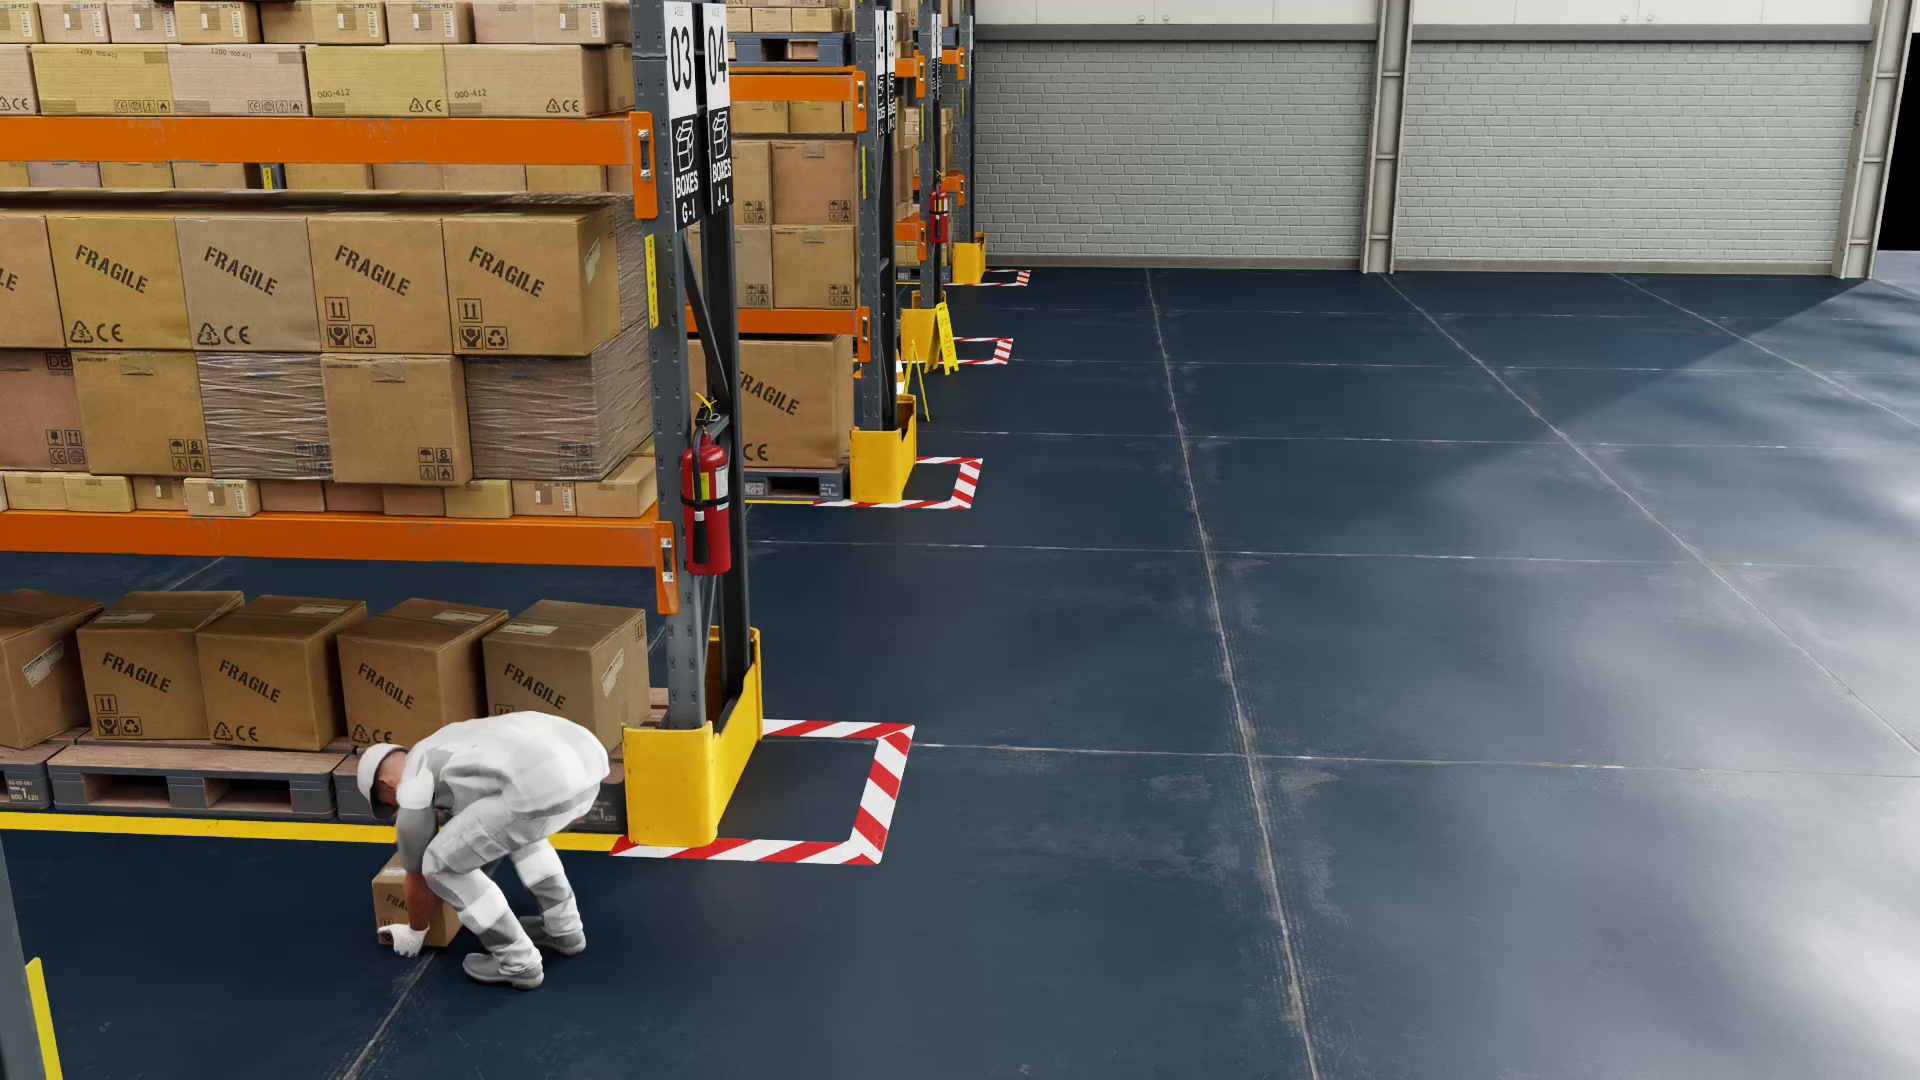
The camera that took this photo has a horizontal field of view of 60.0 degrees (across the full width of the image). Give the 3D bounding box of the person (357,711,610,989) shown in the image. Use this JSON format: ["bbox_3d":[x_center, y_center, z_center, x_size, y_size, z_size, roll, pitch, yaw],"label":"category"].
[{"bbox_3d":[-1.657,1.018,5.728,0.952,0.923,0.535,7,19,22],"label":"person"}]
